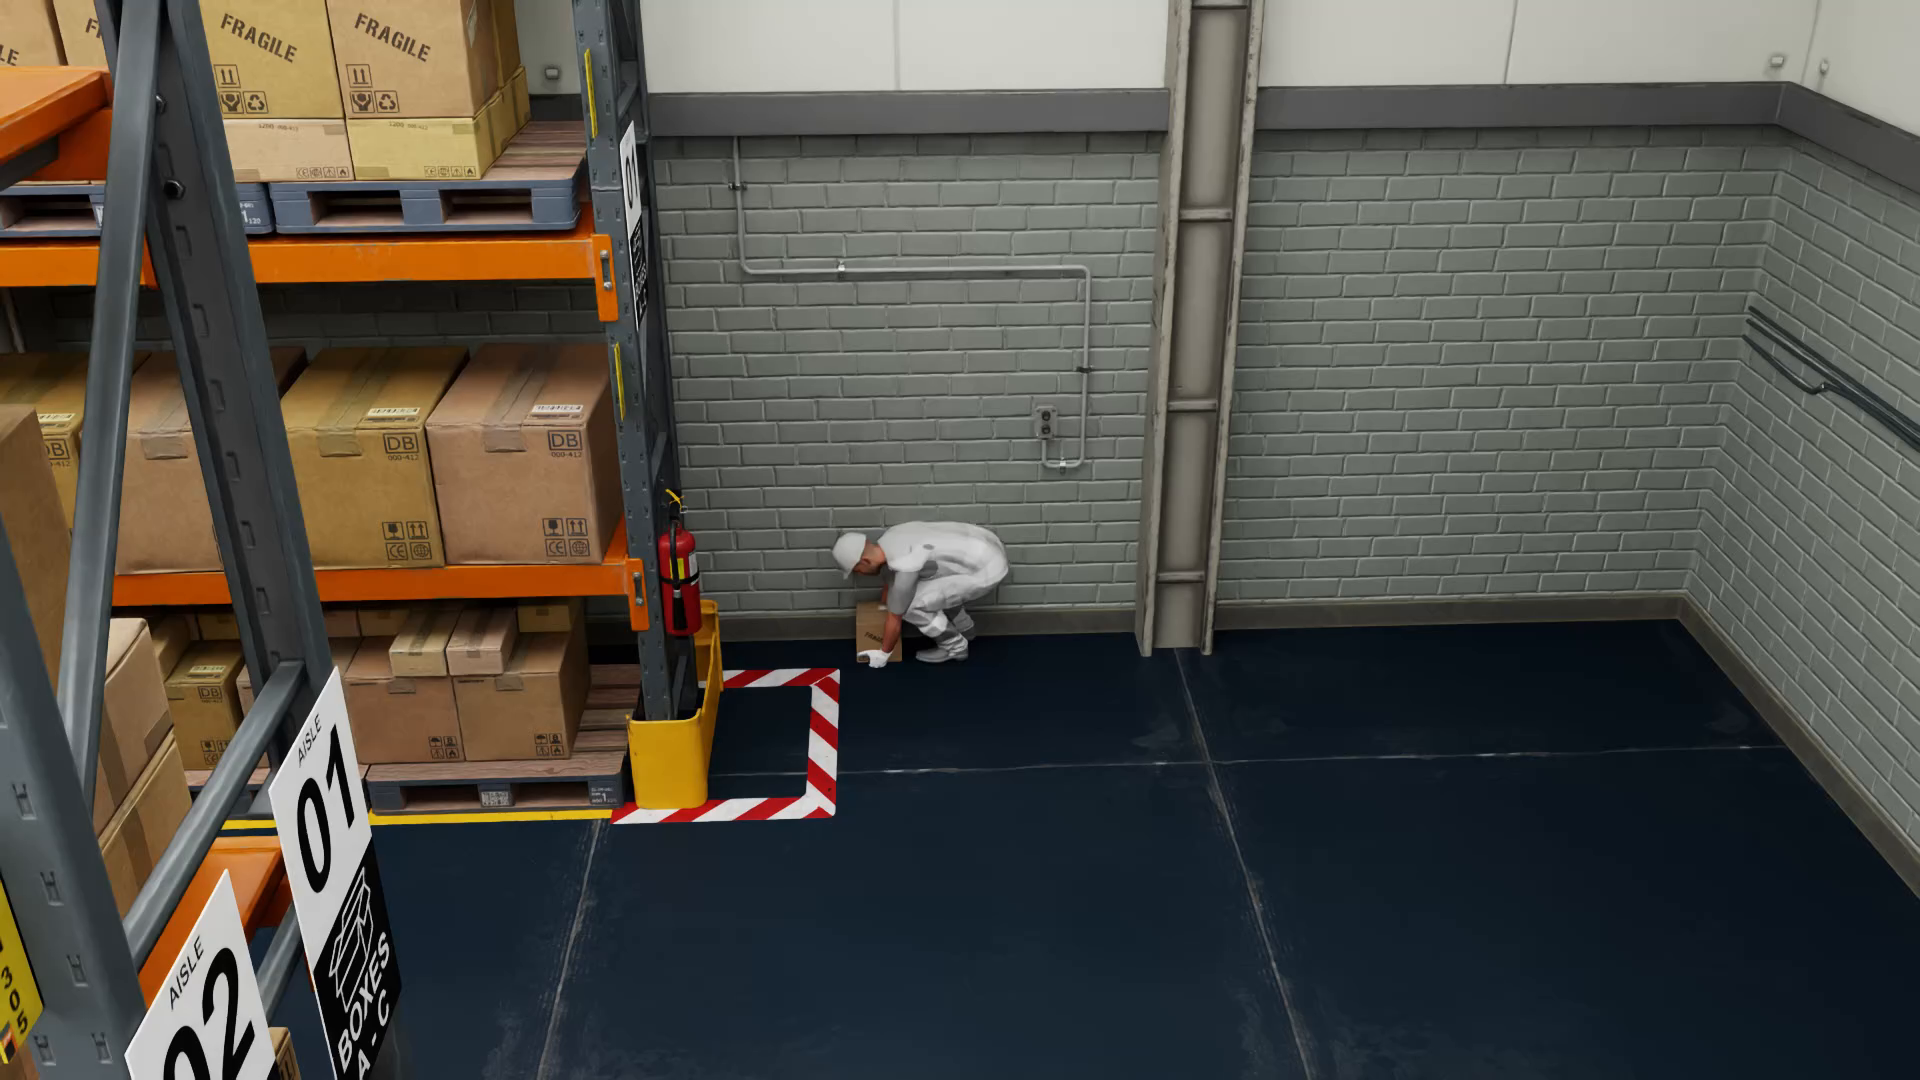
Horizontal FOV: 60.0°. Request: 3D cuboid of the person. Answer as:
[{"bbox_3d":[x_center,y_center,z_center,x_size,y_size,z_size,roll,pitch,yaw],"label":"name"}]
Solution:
[{"bbox_3d":[-0.212,0.285,9.169,0.956,0.805,0.529,-2,27,-3],"label":"person"}]
